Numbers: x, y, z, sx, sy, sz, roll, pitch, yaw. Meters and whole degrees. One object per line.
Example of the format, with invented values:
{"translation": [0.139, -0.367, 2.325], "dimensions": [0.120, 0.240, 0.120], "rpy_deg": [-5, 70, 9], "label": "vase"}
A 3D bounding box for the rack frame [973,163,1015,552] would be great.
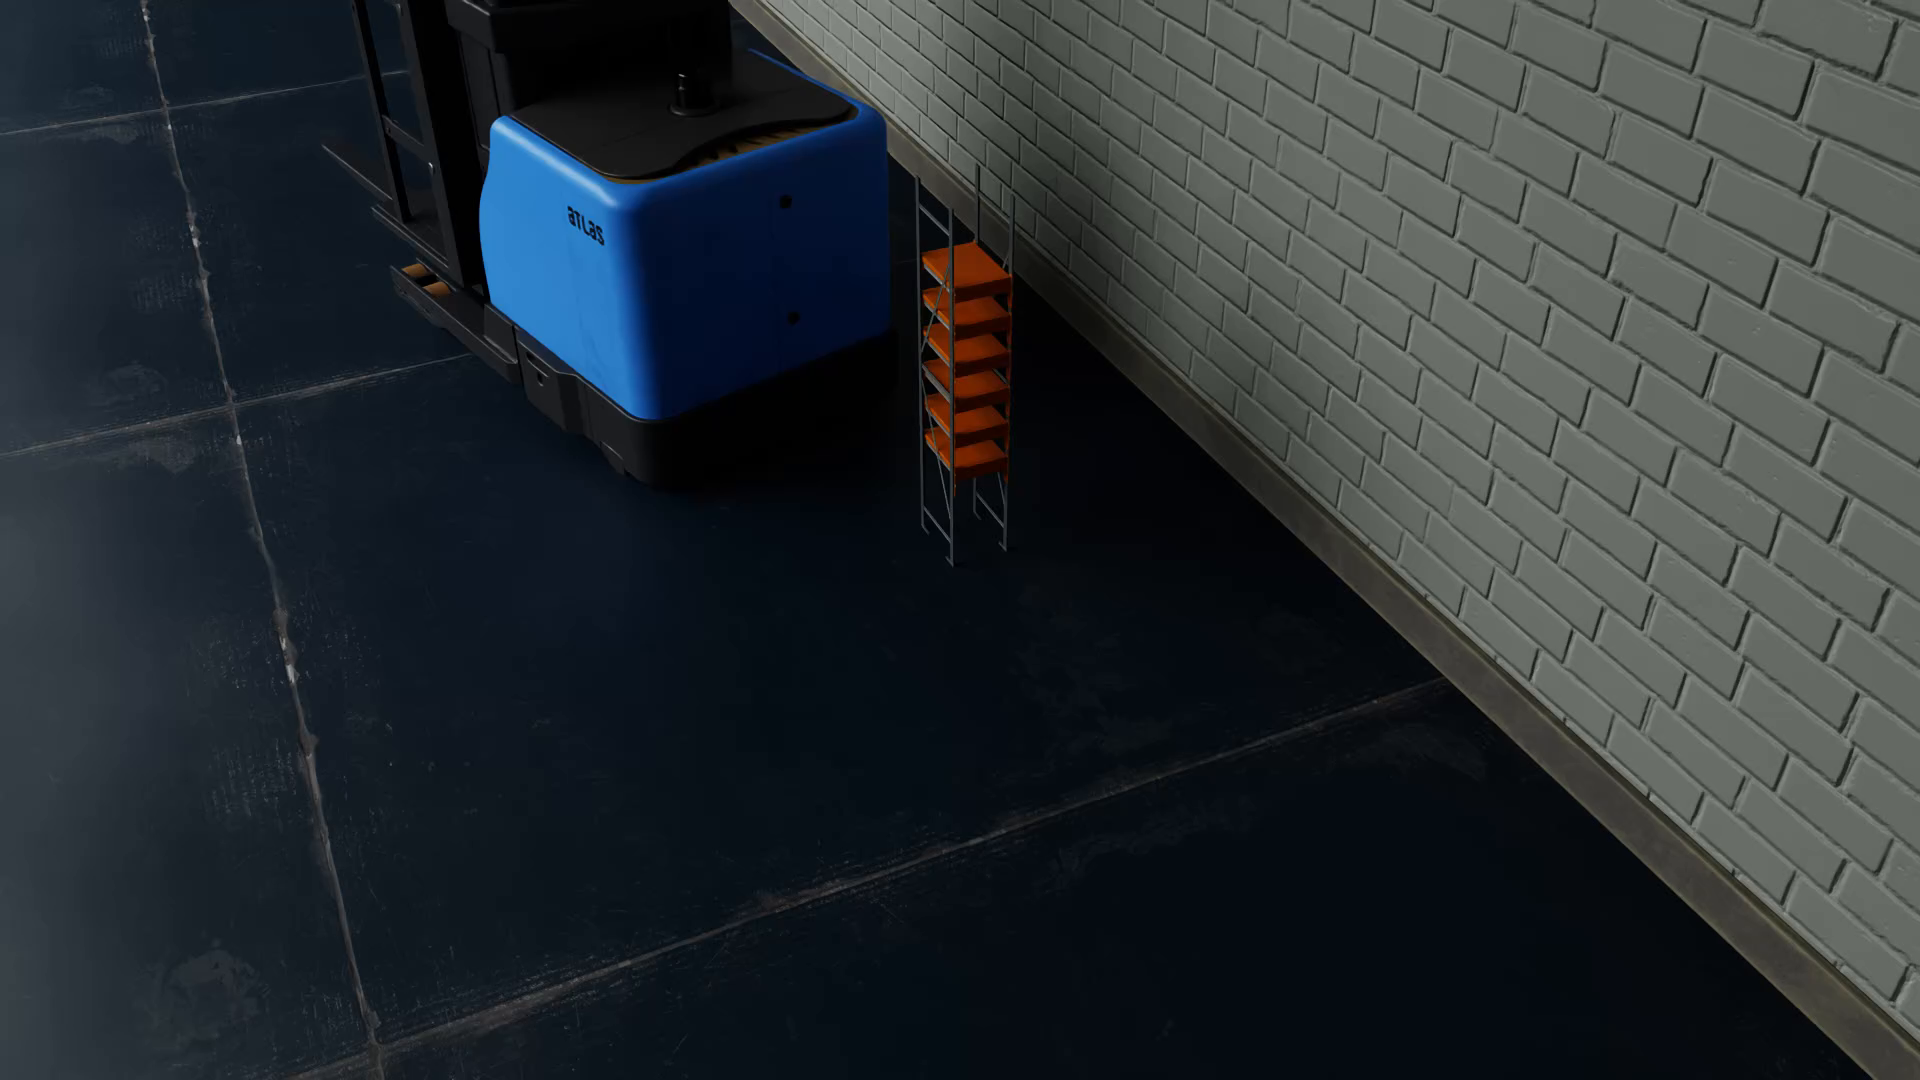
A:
{"translation": [0.096, -0.509, 4.929], "dimensions": [0.006, 1.200, 0.240], "rpy_deg": [-16, 39, -20], "label": "rack frame"}

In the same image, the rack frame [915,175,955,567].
{"translation": [-0.070, -0.462, 4.866], "dimensions": [0.006, 1.200, 0.240], "rpy_deg": [-16, 39, -20], "label": "rack frame"}

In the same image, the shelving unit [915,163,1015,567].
{"translation": [0.013, -0.486, 4.897], "dimensions": [0.189, 1.200, 0.258], "rpy_deg": [-16, 39, -20], "label": "shelving unit"}

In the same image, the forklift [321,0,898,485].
{"translation": [-1.546, -2.162, 5.705], "dimensions": [1.130, 2.935, 3.031], "rpy_deg": [-26, 44, -31], "label": "forklift"}

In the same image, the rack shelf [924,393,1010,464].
{"translation": [0.013, -0.354, 4.995], "dimensions": [0.180, 0.103, 0.258], "rpy_deg": [-16, 39, -20], "label": "rack shelf"}

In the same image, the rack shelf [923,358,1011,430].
{"translation": [0.013, -0.450, 4.924], "dimensions": [0.180, 0.103, 0.258], "rpy_deg": [-16, 39, -20], "label": "rack shelf"}

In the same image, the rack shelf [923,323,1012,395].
{"translation": [0.013, -0.546, 4.852], "dimensions": [0.180, 0.103, 0.258], "rpy_deg": [-16, 39, -20], "label": "rack shelf"}

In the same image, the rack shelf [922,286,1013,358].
{"translation": [0.013, -0.643, 4.781], "dimensions": [0.180, 0.103, 0.258], "rpy_deg": [-16, 39, -20], "label": "rack shelf"}

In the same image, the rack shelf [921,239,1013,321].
{"translation": [0.013, -0.739, 4.710], "dimensions": [0.180, 0.103, 0.258], "rpy_deg": [-16, 39, -20], "label": "rack shelf"}

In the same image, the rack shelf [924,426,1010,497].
{"translation": [0.013, -0.257, 5.067], "dimensions": [0.180, 0.103, 0.258], "rpy_deg": [-16, 39, -20], "label": "rack shelf"}
